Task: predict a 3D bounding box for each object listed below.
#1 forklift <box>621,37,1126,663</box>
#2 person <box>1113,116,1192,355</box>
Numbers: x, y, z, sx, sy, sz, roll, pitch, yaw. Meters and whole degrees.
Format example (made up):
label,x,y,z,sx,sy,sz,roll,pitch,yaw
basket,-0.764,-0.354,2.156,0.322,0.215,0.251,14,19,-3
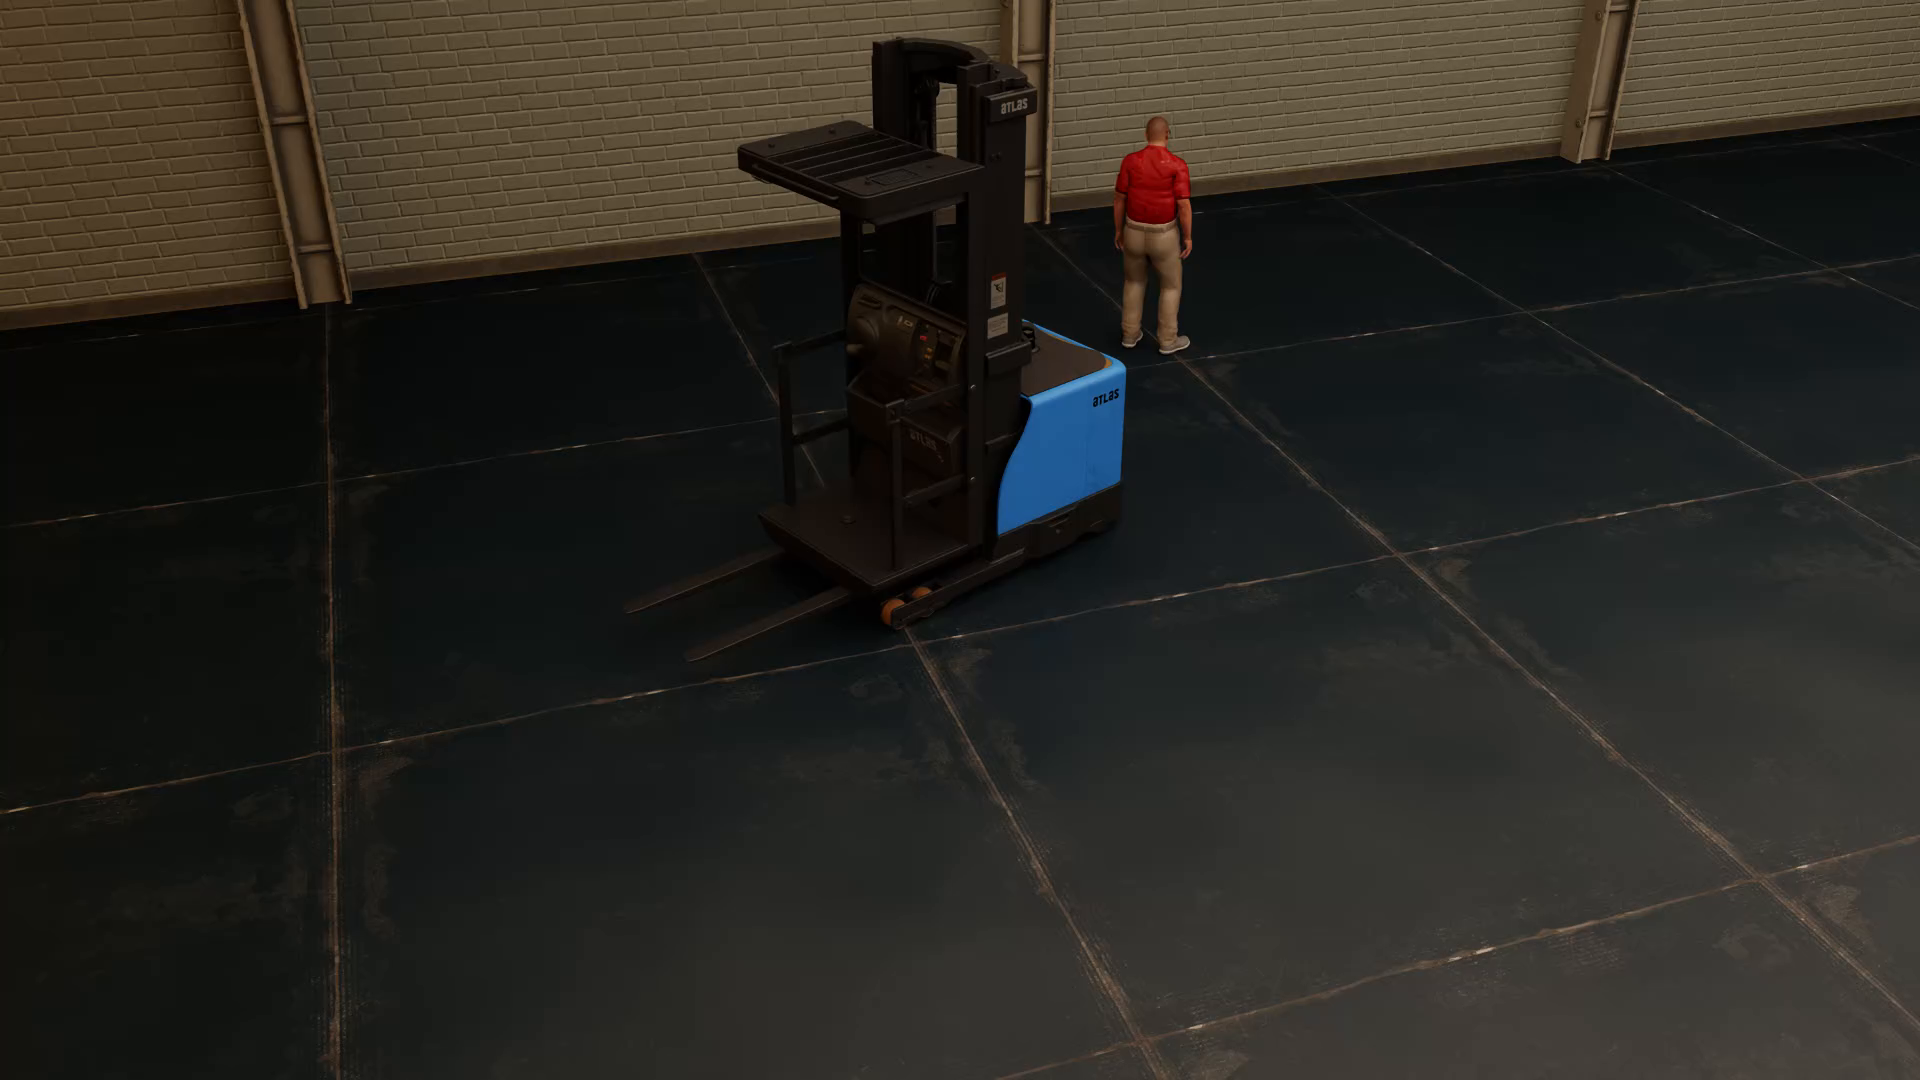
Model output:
label,x,y,z,sx,sy,sz,roll,pitch,yaw
forklift,-0.461,-1.072,8.951,3.031,2.935,1.130,-23,37,-34
person,1.413,-2.219,12.150,0.600,1.726,0.399,13,32,21
